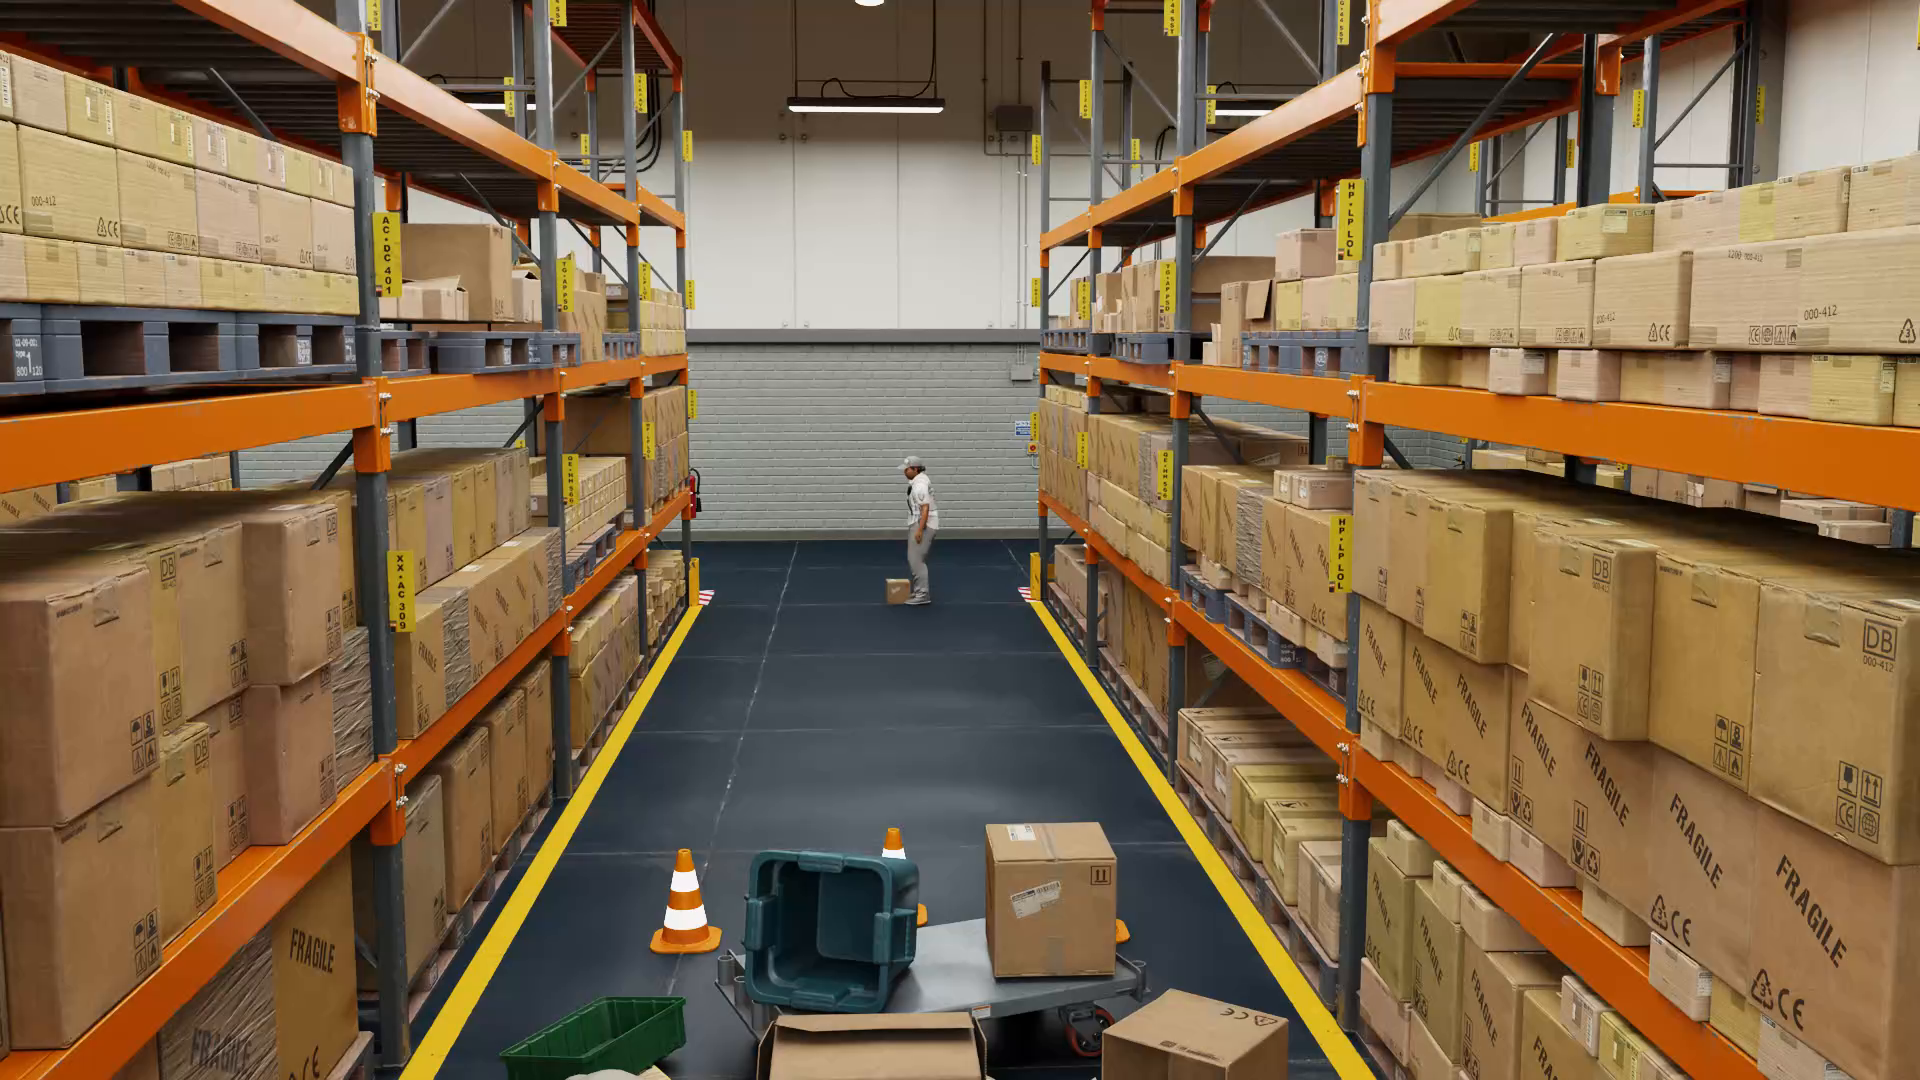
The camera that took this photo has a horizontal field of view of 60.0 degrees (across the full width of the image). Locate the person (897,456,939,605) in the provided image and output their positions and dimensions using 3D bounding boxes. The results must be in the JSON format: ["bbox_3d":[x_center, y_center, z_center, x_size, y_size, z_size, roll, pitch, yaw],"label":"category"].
[{"bbox_3d":[-0.478,-0.120,18.715,0.468,1.665,0.554,-1,7,-7],"label":"person"}]
